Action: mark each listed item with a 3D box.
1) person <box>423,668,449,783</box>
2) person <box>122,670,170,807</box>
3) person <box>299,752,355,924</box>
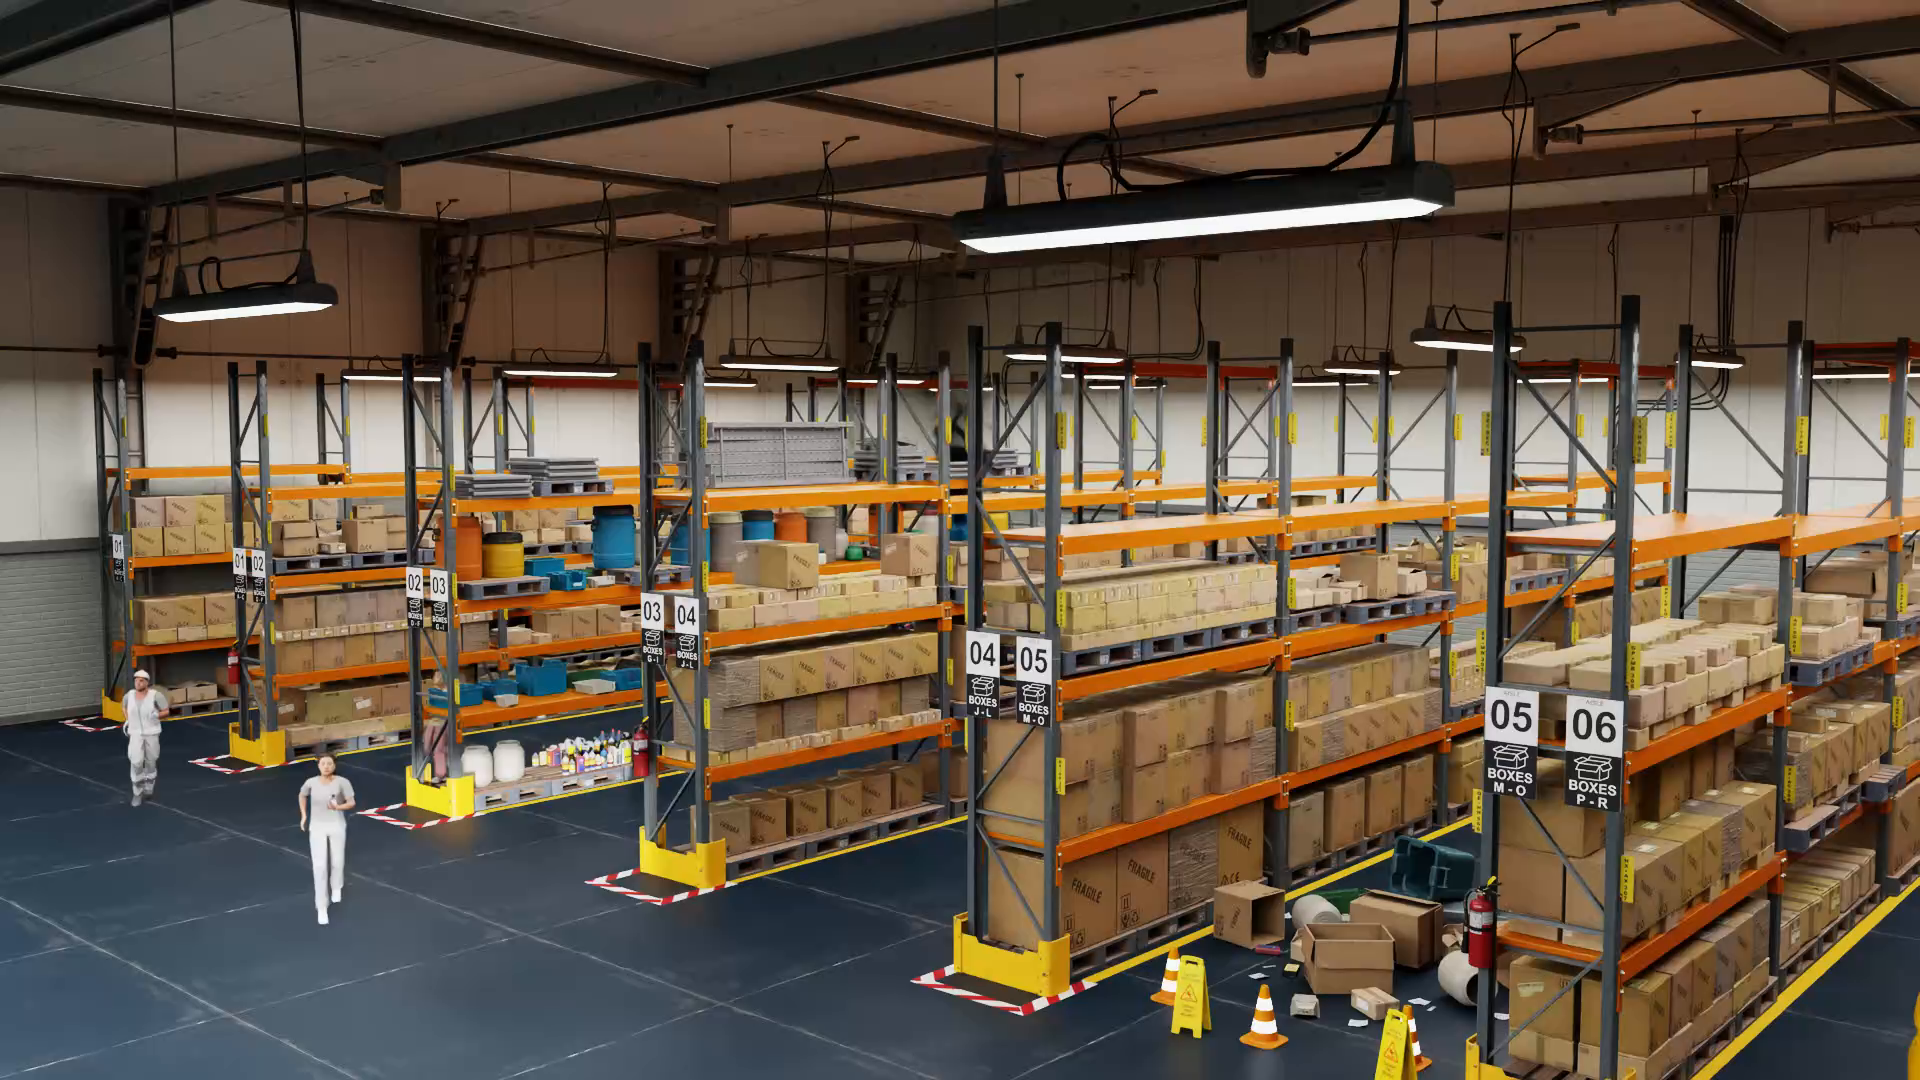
[{"bbox_3d":[-7.360,2.621,23.590,0.580,1.620,0.558,2,5,28],"label":"person"},{"bbox_3d":[-10.909,2.651,22.275,0.616,1.838,0.754,-1,4,-19],"label":"person"},{"bbox_3d":[-6.570,3.035,17.283,0.553,1.685,0.919,-2,4,-20],"label":"person"}]
